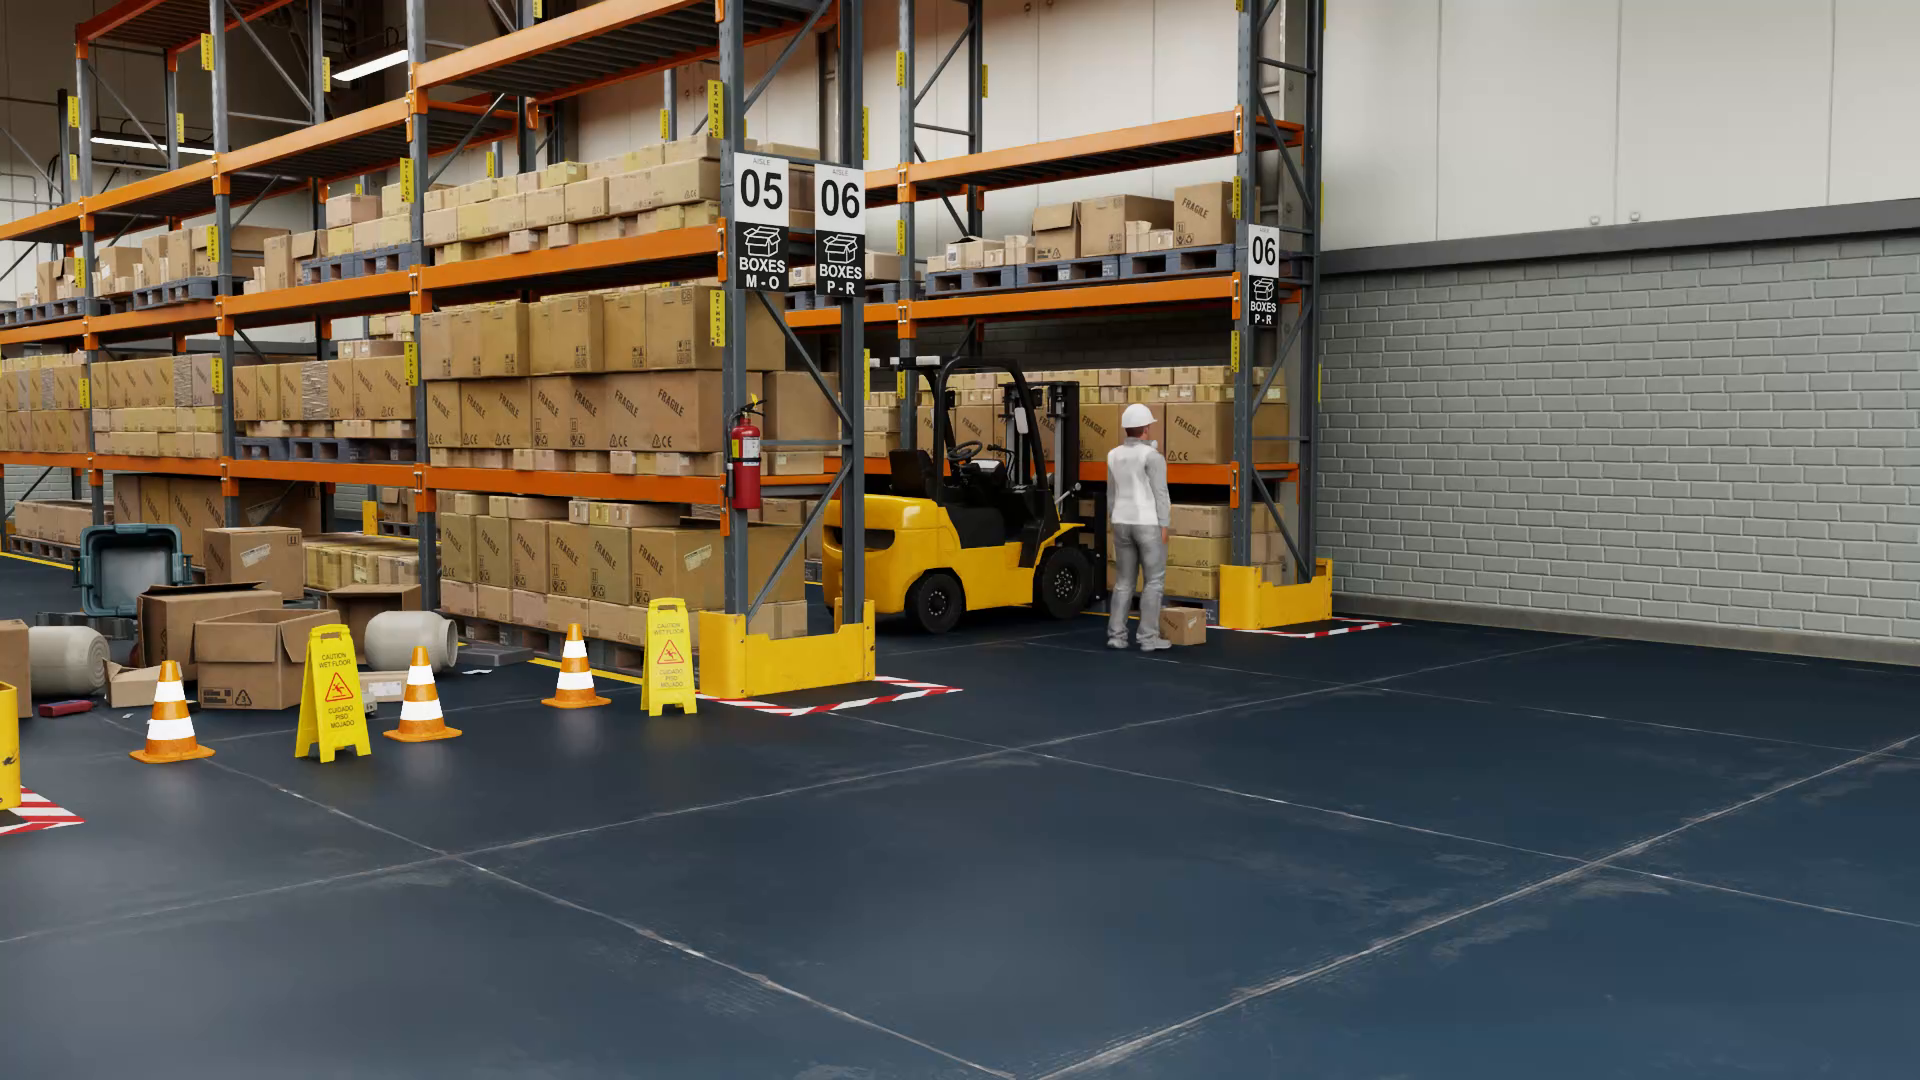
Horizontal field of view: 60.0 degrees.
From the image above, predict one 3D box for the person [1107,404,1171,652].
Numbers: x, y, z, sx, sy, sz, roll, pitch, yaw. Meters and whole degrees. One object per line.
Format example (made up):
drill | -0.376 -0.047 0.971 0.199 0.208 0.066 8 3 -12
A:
person | 1.297 -0.057 11.997 0.371 1.843 0.534 -4 5 -43
